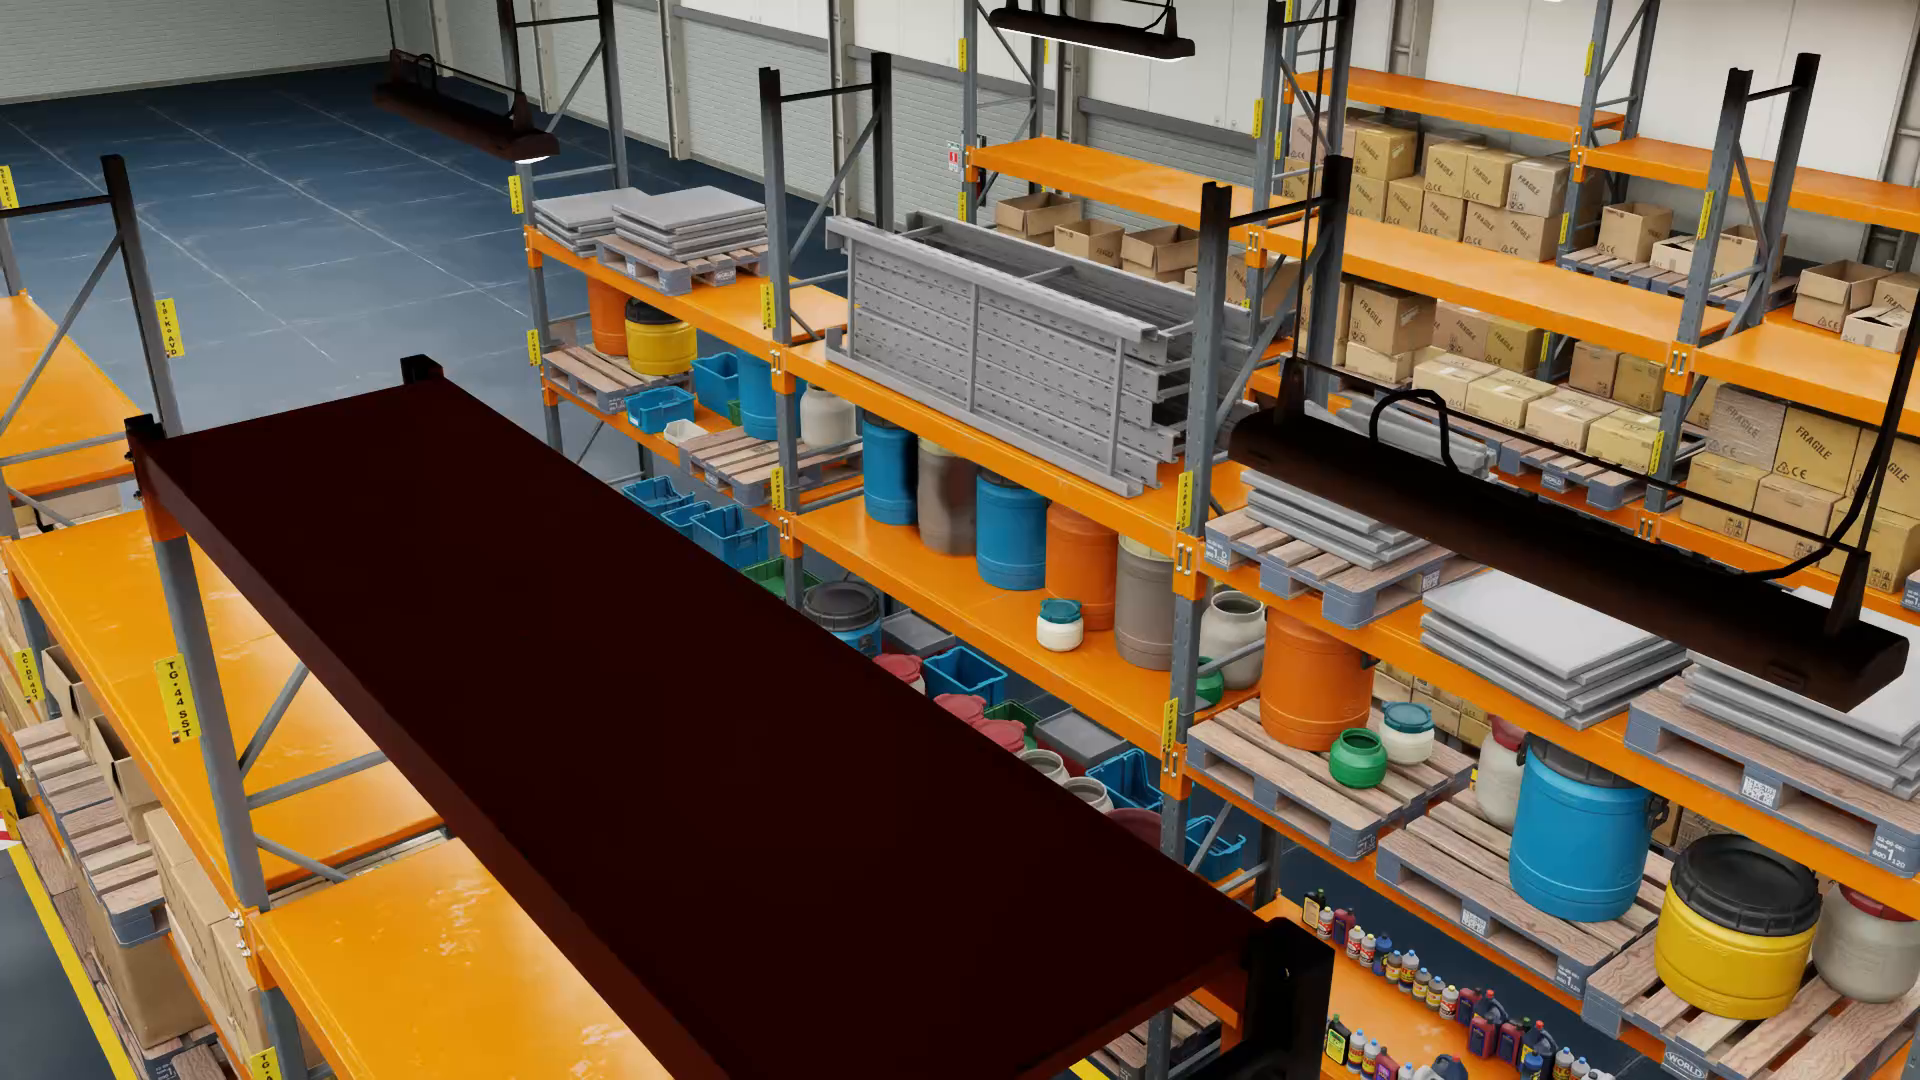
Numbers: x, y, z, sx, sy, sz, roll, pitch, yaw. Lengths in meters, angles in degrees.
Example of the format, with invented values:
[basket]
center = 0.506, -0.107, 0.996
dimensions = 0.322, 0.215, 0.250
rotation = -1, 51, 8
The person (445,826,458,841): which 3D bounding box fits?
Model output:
[person]
center = -3.469, 2.266, 11.769
dimensions = 0.457, 1.604, 0.350
rotation = 13, 29, 25
